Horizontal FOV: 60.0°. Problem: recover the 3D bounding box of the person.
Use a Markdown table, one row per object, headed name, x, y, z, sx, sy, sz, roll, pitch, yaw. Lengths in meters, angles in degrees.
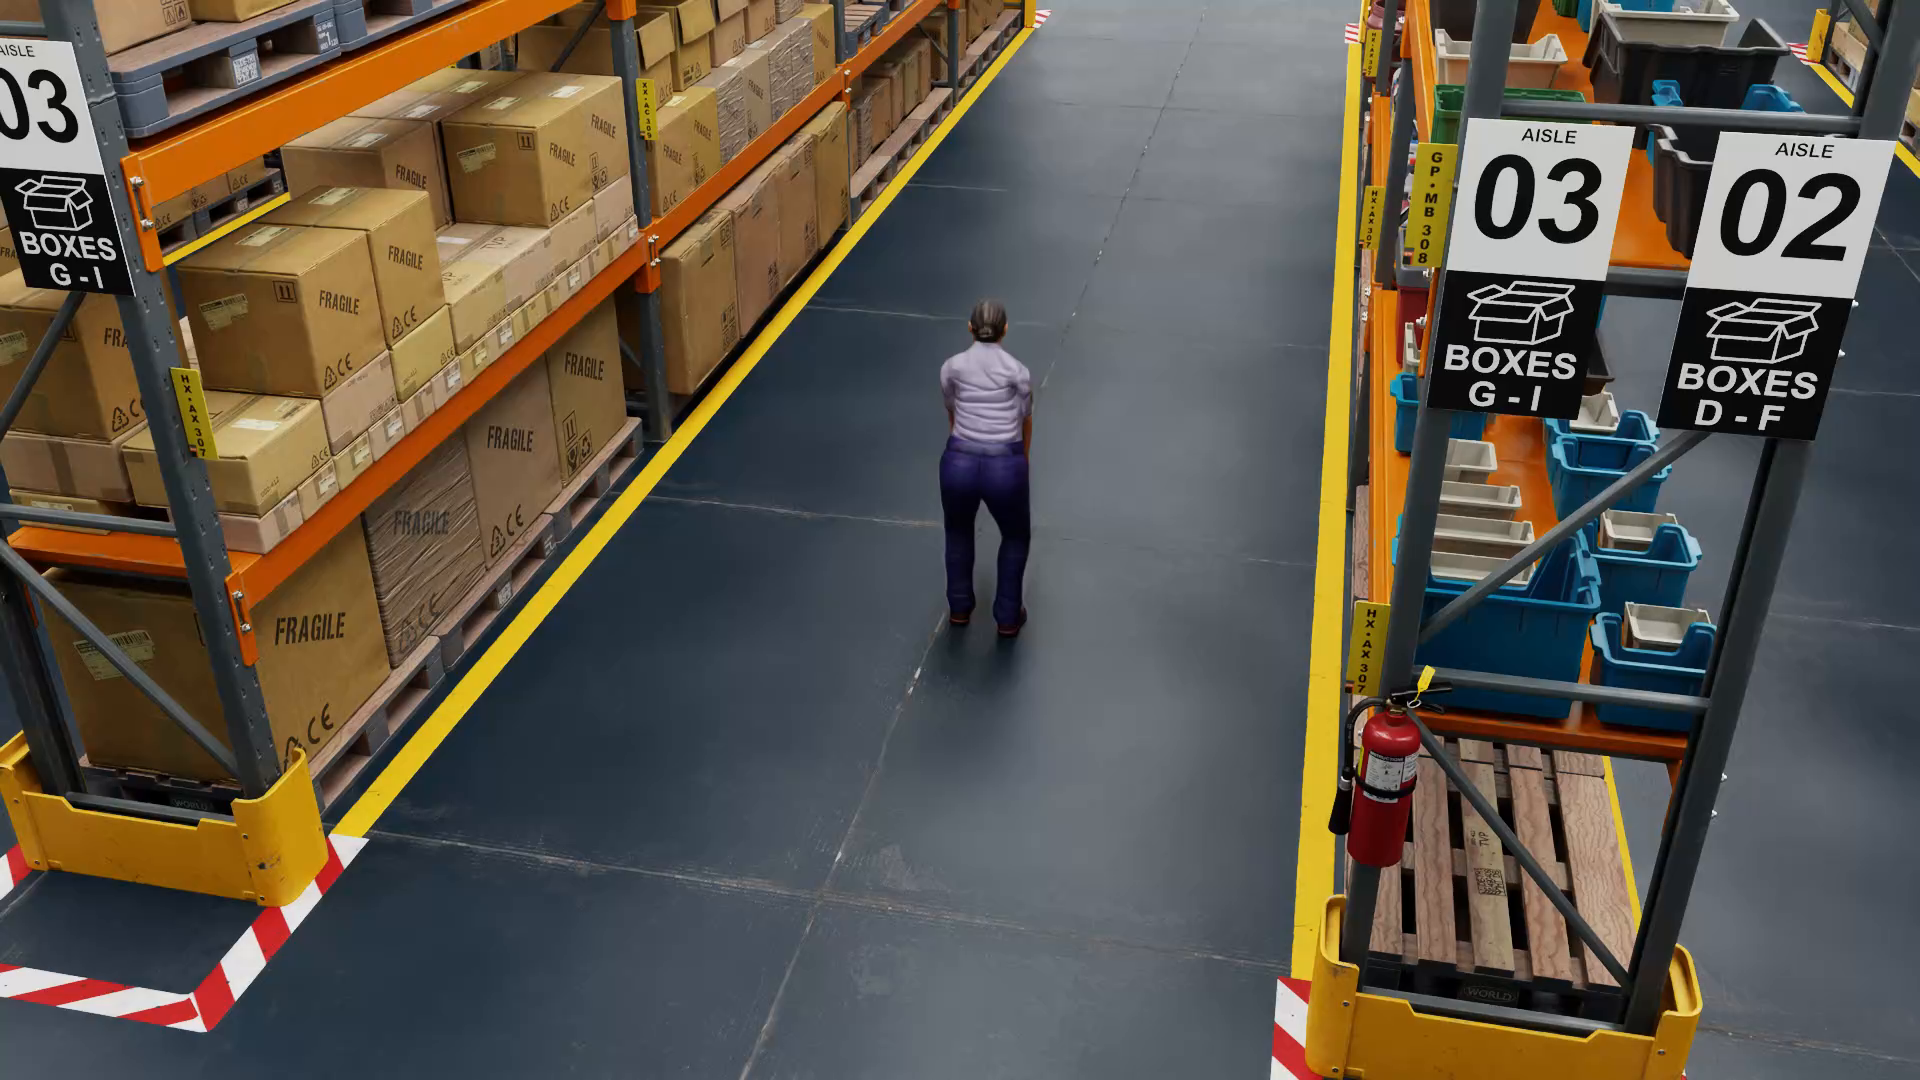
| name | x | y | z | sx | sy | sz | roll | pitch | yaw |
| --- | --- | --- | --- | --- | --- | --- | --- | --- | --- |
| person | 0.125 | -0.338 | 7.801 | 0.441 | 1.609 | 0.571 | 5 | 29 | 10 |
